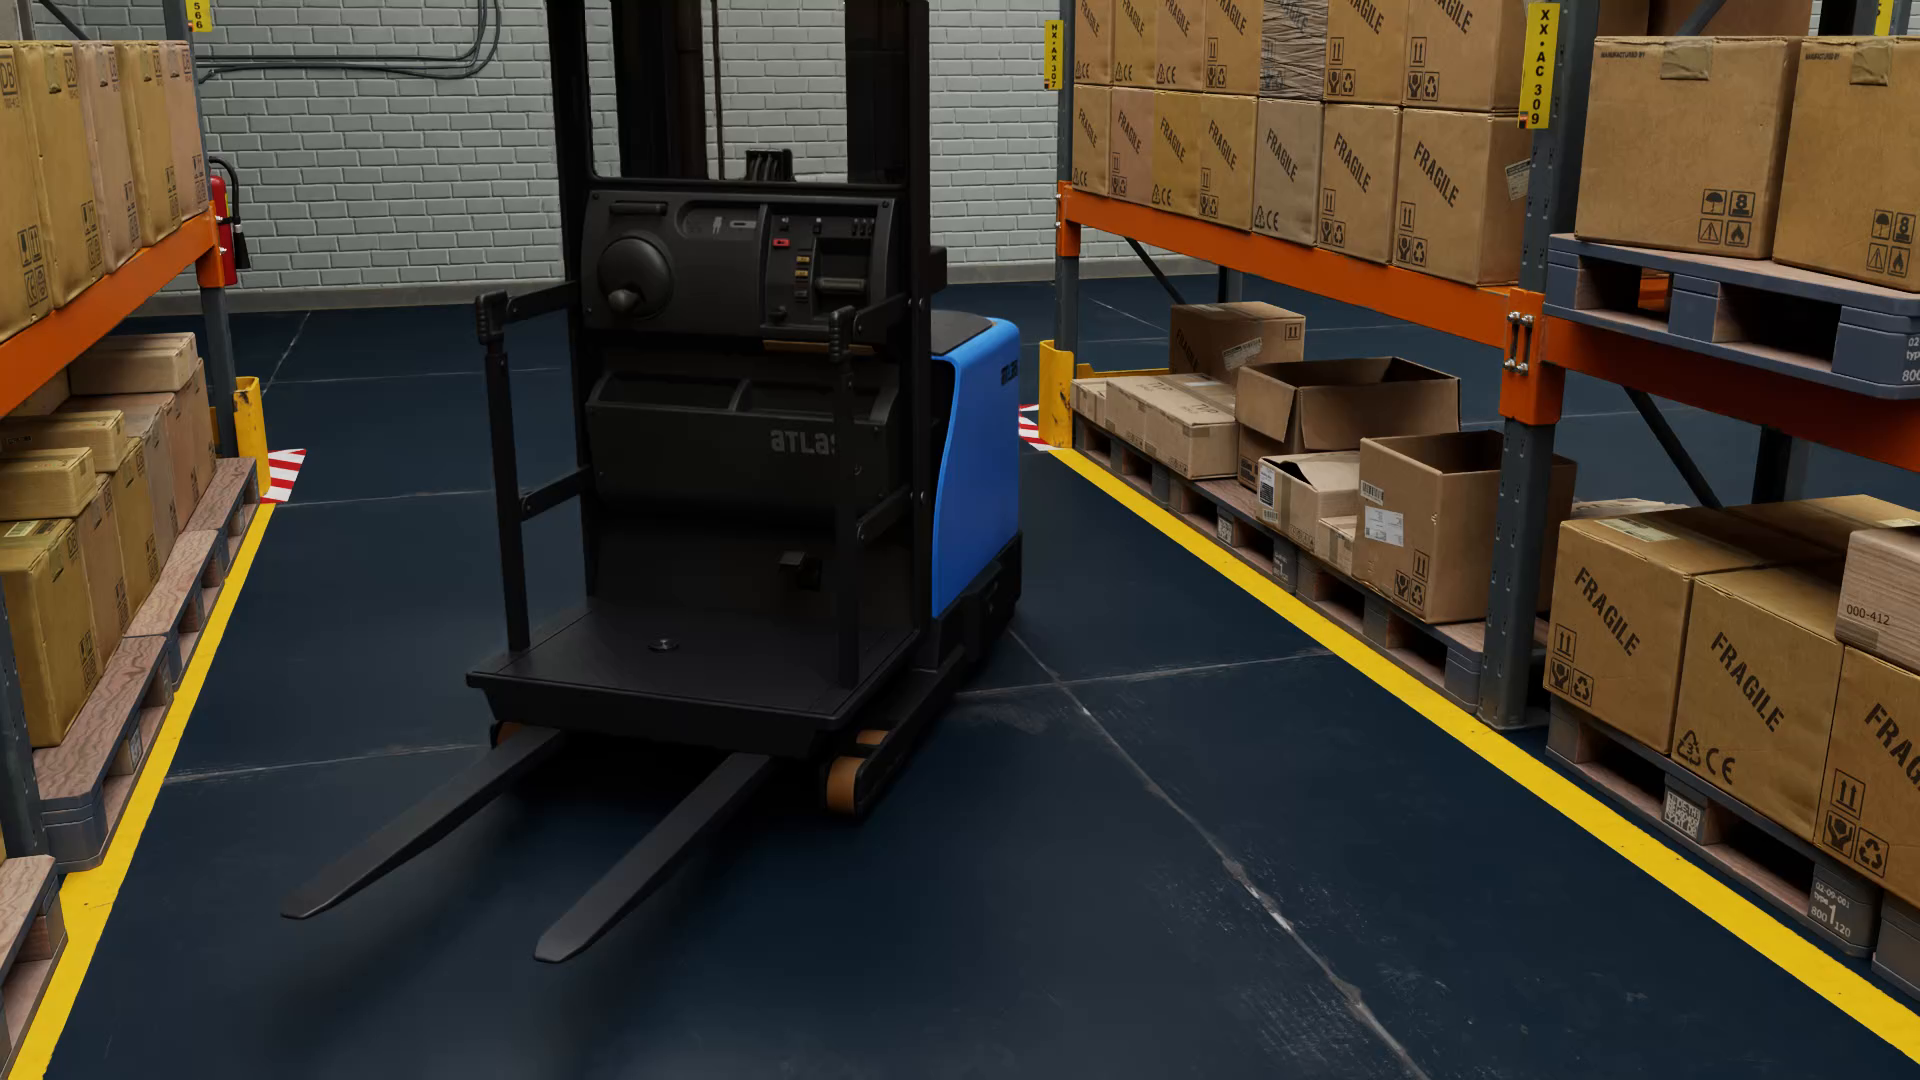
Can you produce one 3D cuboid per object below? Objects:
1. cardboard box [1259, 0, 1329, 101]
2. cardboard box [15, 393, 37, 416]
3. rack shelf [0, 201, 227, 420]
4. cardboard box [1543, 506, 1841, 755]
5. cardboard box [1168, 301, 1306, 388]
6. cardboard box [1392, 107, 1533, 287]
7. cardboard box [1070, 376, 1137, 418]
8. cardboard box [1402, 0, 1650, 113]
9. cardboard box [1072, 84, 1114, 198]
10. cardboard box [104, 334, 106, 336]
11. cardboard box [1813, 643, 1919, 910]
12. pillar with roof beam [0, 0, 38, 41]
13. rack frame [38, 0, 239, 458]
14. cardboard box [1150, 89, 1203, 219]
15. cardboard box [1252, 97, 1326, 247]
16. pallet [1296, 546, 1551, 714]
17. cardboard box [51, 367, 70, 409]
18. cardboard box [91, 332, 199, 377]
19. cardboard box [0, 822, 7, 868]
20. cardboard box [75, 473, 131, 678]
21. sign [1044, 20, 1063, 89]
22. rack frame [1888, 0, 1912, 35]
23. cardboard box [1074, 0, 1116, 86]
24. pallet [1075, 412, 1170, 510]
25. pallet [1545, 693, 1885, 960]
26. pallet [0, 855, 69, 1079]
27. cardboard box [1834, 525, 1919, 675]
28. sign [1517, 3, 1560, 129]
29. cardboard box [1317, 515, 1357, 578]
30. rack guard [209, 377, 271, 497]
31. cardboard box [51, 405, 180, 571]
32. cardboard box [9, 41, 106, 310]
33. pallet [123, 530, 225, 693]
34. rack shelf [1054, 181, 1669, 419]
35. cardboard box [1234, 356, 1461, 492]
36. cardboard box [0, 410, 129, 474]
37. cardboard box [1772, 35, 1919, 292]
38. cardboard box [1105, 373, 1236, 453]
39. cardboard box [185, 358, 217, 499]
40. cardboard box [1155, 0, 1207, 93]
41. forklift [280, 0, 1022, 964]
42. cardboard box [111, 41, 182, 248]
[{"bbox_3d":[1.415,-1.836,5.938,0.500,0.500,0.500,-5,17,-15],"label":"cardboard box"},{"bbox_3d":[-3.364,-0.420,5.623,0.380,0.149,0.250,-5,17,-15],"label":"cardboard box"},{"bbox_3d":[-3.227,-0.725,5.401,1.077,0.370,4.000,-5,17,-15],"label":"rack shelf"},{"bbox_3d":[1.984,0.231,4.550,0.500,0.500,0.500,-6,18,-18],"label":"cardboard box"},{"bbox_3d":[1.372,-0.898,8.307,0.500,0.500,0.500,-5,17,-15],"label":"cardboard box"},{"bbox_3d":[1.701,-1.075,5.142,0.500,0.500,0.500,-4,17,-14],"label":"cardboard box"},{"bbox_3d":[0.770,-0.718,8.318,0.380,0.149,0.250,-5,17,-15],"label":"cardboard box"},{"bbox_3d":[1.697,-1.555,5.003,0.500,0.500,0.500,-5,17,-15],"label":"cardboard box"},{"bbox_3d":[0.854,-1.920,7.954,0.500,0.500,0.500,-4,17,-14],"label":"cardboard box"},{"bbox_3d":[-3.714,-0.770,6.790,0.380,0.149,0.250,-5,17,-15],"label":"cardboard box"},{"bbox_3d":[2.271,0.516,3.600,0.500,0.500,0.500,-4,17,-15],"label":"cardboard box"},{"bbox_3d":[-1.211,-5.515,9.668,9.100,9.000,0.400,-5,17,-15],"label":"pillar with roof beam"},{"bbox_3d":[-3.776,-1.623,7.140,1.000,3.000,0.127,-5,17,-15],"label":"rack frame"},{"bbox_3d":[1.136,-1.638,7.018,0.500,0.500,0.500,-5,17,-15],"label":"cardboard box"},{"bbox_3d":[1.414,-1.359,6.089,0.500,0.500,0.500,-4,17,-14],"label":"cardboard box"},{"bbox_3d":[1.897,0.237,5.797,1.003,0.211,1.213,-5,17,-15],"label":"pallet"},{"bbox_3d":[-3.506,-0.561,6.093,0.380,0.149,0.250,-5,17,-15],"label":"cardboard box"},{"bbox_3d":[-3.277,-0.730,6.657,0.380,0.149,0.250,-5,17,-16],"label":"cardboard box"},{"bbox_3d":[-2.373,0.482,3.141,0.750,0.750,0.750,-4,17,-15],"label":"cardboard box"},{"bbox_3d":[-2.919,0.126,4.934,0.700,0.500,0.500,-5,17,-16],"label":"cardboard box"},{"bbox_3d":[0.464,-2.387,8.179,0.100,0.325,0.005,-5,17,-15],"label":"sign"},{"bbox_3d":[5.749,-2.406,9.747,1.000,3.000,0.127,-5,17,-15],"label":"rack frame"},{"bbox_3d":[0.854,-2.398,7.811,0.500,0.500,0.500,-4,17,-14],"label":"cardboard box"},{"bbox_3d":[1.227,-0.438,8.044,1.003,0.211,1.213,-5,17,-15],"label":"pallet"},{"bbox_3d":[2.345,0.649,4.426,1.003,0.211,1.213,-5,17,-15],"label":"pallet"},{"bbox_3d":[-2.392,1.027,3.167,1.003,0.211,1.213,-5,17,-15],"label":"pallet"},{"bbox_3d":[2.258,0.148,3.521,0.500,0.250,0.500,-5,17,-15],"label":"cardboard box"},{"bbox_3d":[1.565,-1.278,4.489,0.100,0.325,0.005,-5,17,-15],"label":"sign"},{"bbox_3d":[1.495,0.012,5.890,0.380,0.149,0.250,-5,17,-15],"label":"cardboard box"},{"bbox_3d":[-3.783,-0.432,7.521,1.175,0.500,0.348,-5,17,-15],"label":"rack guard"},{"bbox_3d":[-3.211,-0.163,5.897,0.700,0.500,0.500,-5,18,-17],"label":"cardboard box"},{"bbox_3d":[-3.006,-1.013,4.590,0.980,0.700,0.700,-5,17,-17],"label":"cardboard box"},{"bbox_3d":[-3.150,0.265,5.704,1.003,0.211,1.213,-5,17,-15],"label":"pallet"},{"bbox_3d":[1.535,-1.117,6.709,1.077,0.370,4.000,-5,17,-15],"label":"rack shelf"},{"bbox_3d":[1.564,-0.443,6.788,0.797,0.503,0.637,-5,17,-15],"label":"cardboard box"},{"bbox_3d":[-2.846,-0.299,5.222,0.380,0.149,0.250,-5,17,-17],"label":"cardboard box"},{"bbox_3d":[2.250,-0.824,3.577,0.700,0.500,0.500,-2,17,-6],"label":"cardboard box"},{"bbox_3d":[1.000,-0.598,7.743,0.500,0.250,0.500,-5,17,-15],"label":"cardboard box"},{"bbox_3d":[-3.488,-0.441,6.820,0.700,0.500,0.500,-5,17,-15],"label":"cardboard box"},{"bbox_3d":[1.138,-2.116,6.869,0.500,0.500,0.500,-4,17,-14],"label":"cardboard box"},{"bbox_3d":[-0.691,-0.785,4.470,1.130,2.935,3.031,5,17,16],"label":"forklift"},{"bbox_3d":[-3.416,-1.426,5.962,0.980,0.700,0.700,-5,17,-16],"label":"cardboard box"}]
